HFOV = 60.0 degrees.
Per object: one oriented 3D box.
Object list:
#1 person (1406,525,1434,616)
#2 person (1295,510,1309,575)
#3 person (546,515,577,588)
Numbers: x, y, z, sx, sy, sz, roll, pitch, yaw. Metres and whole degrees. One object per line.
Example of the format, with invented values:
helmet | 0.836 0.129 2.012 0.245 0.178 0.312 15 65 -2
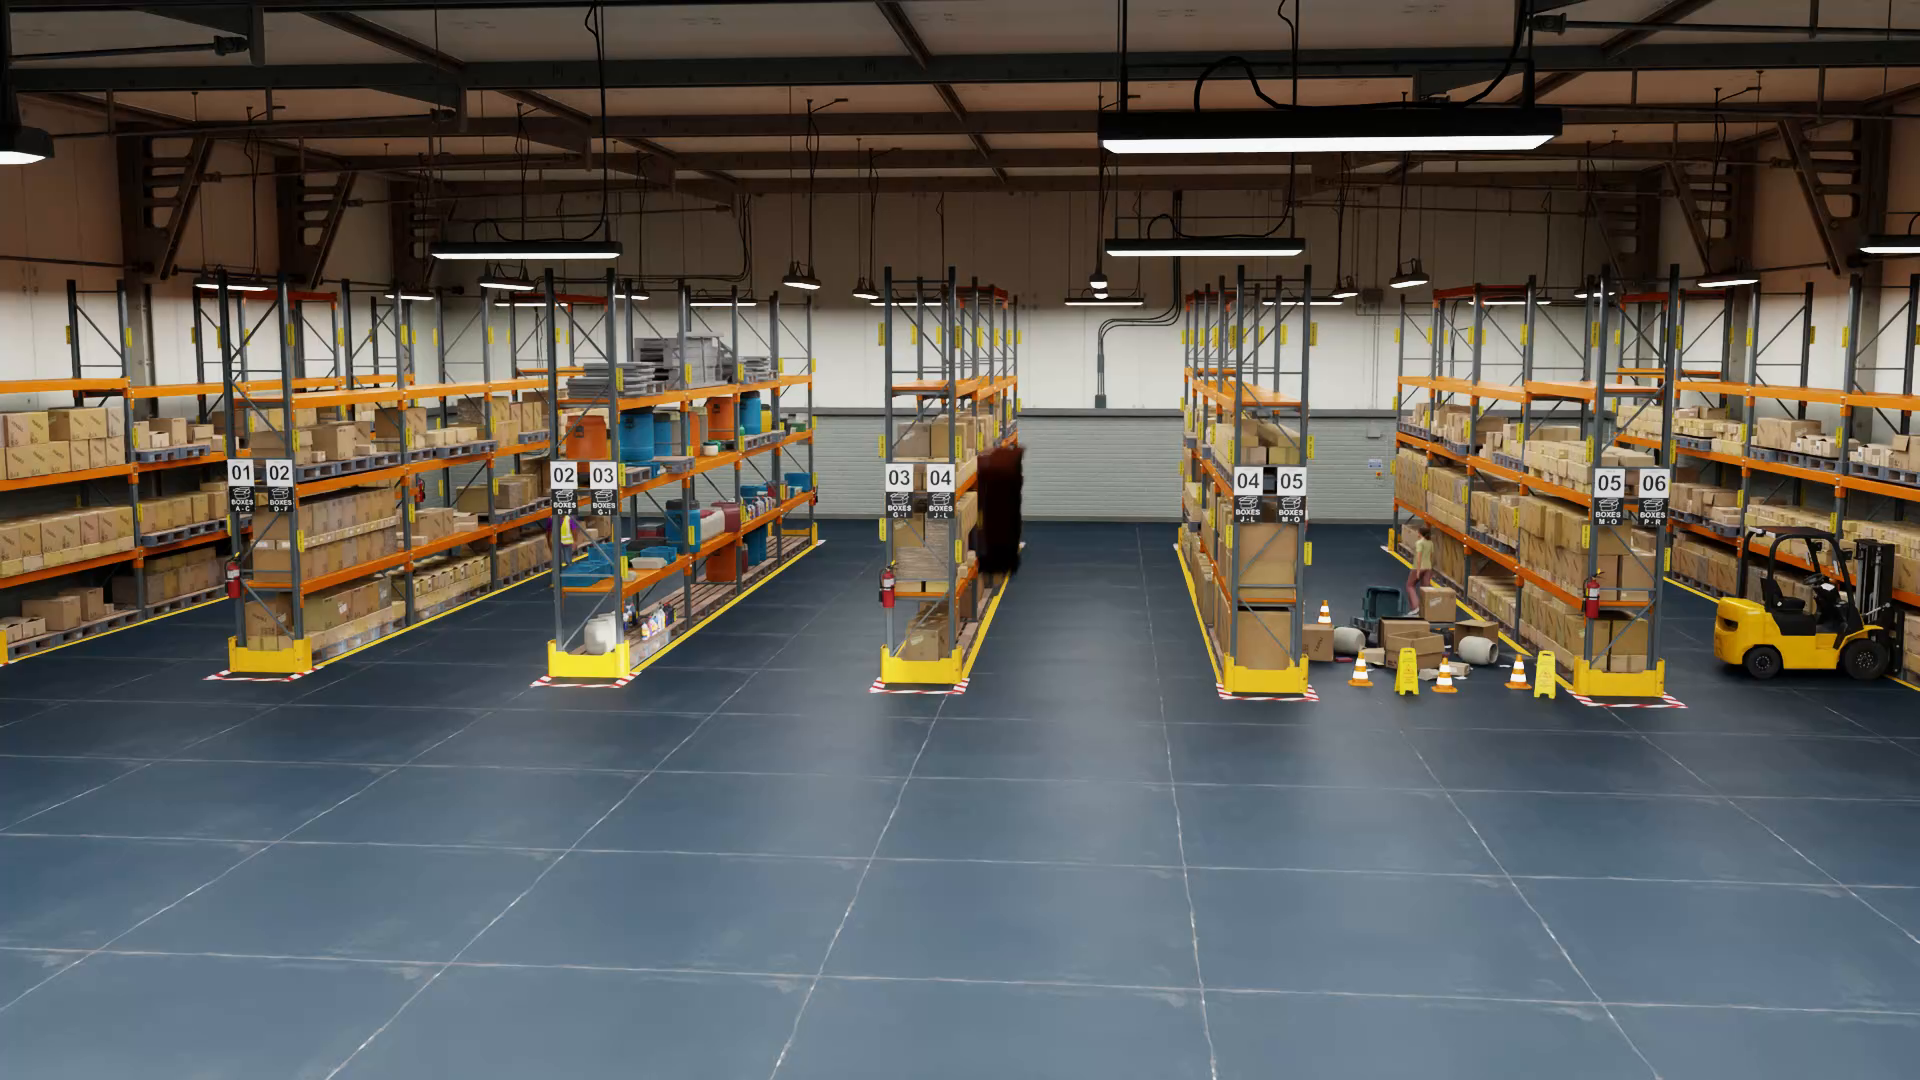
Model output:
person | 8.295 0.564 29.746 0.445 1.668 0.519 -2 7 -17
person | 7.094 -0.104 35.092 0.610 1.737 0.619 -2 7 -18
person | -8.034 0.072 33.523 0.671 1.709 1.081 0 7 2
